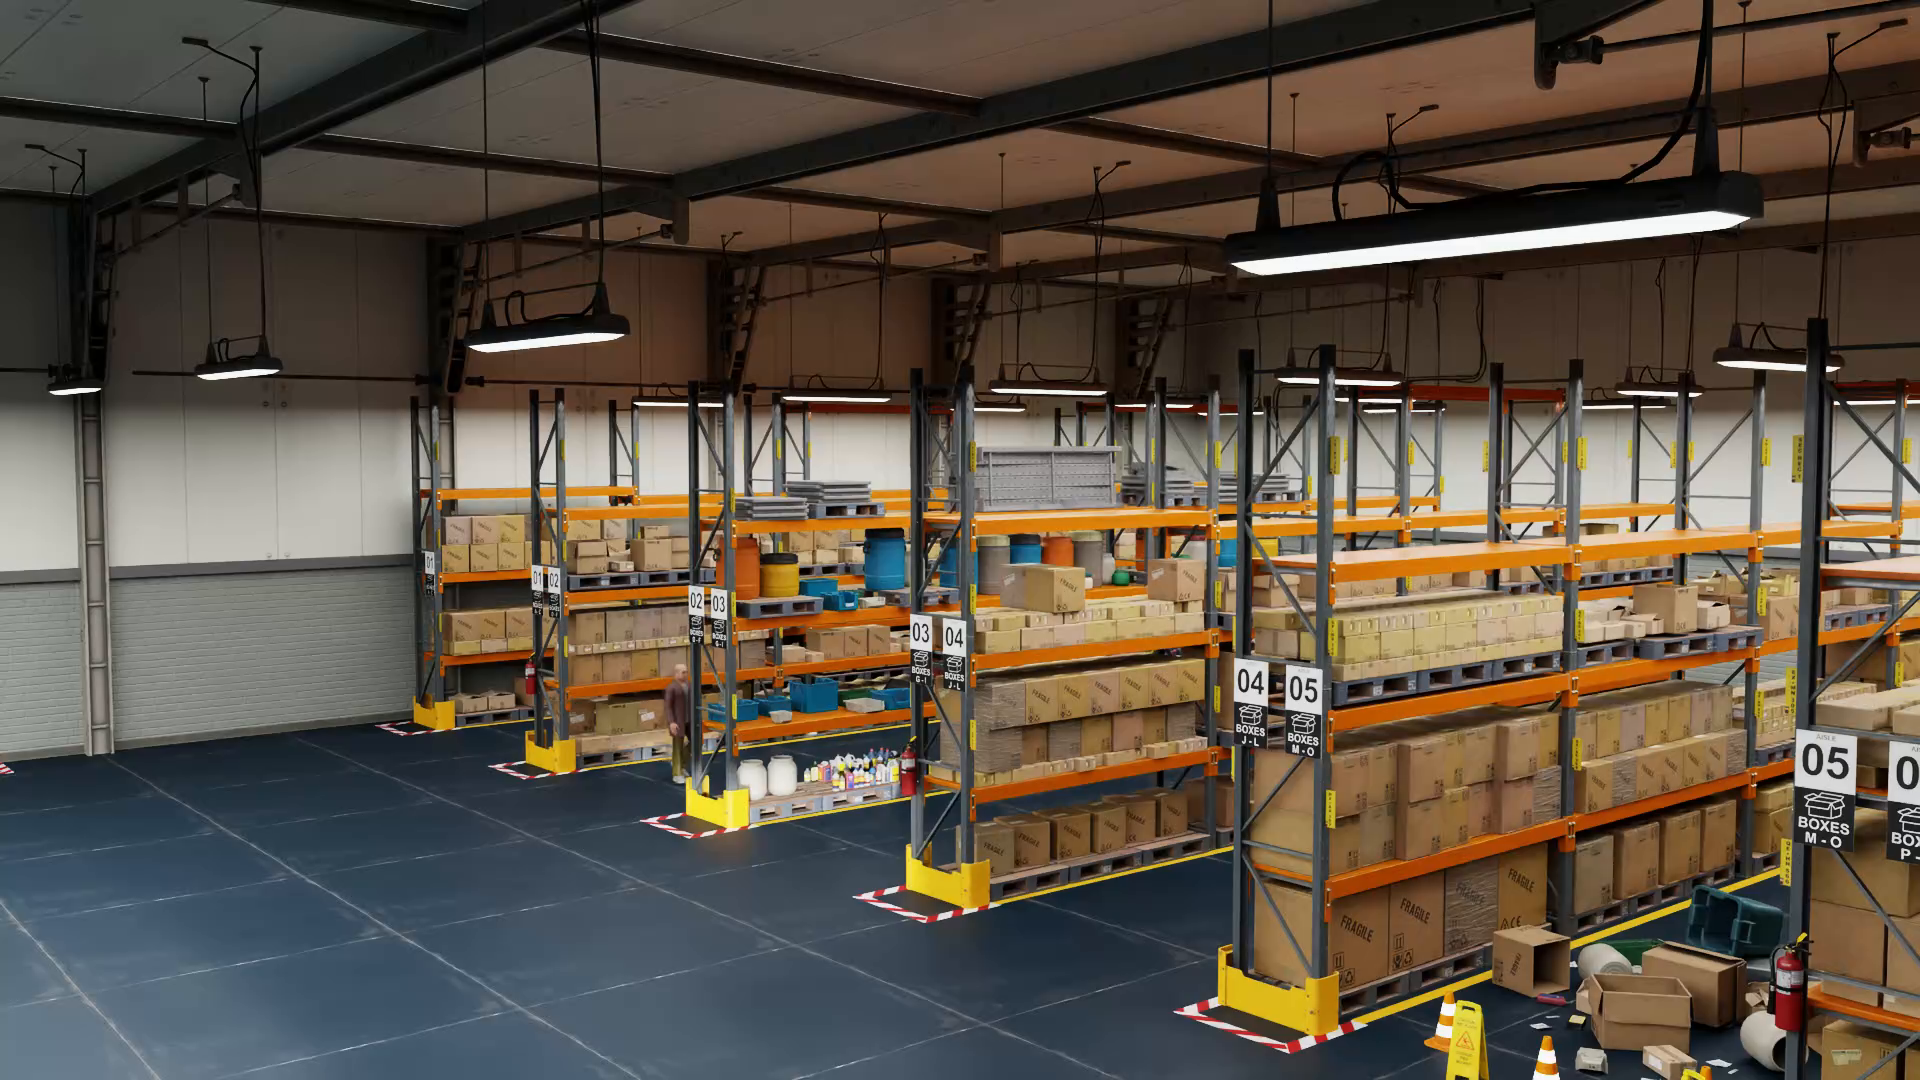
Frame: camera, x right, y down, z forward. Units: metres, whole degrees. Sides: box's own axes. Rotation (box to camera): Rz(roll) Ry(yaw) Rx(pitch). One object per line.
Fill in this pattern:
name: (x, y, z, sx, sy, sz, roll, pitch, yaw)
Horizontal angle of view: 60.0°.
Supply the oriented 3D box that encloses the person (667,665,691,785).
person: (-4.231, 2.810, 25.339, 0.609, 1.828, 0.726, 3, 4, 38)
